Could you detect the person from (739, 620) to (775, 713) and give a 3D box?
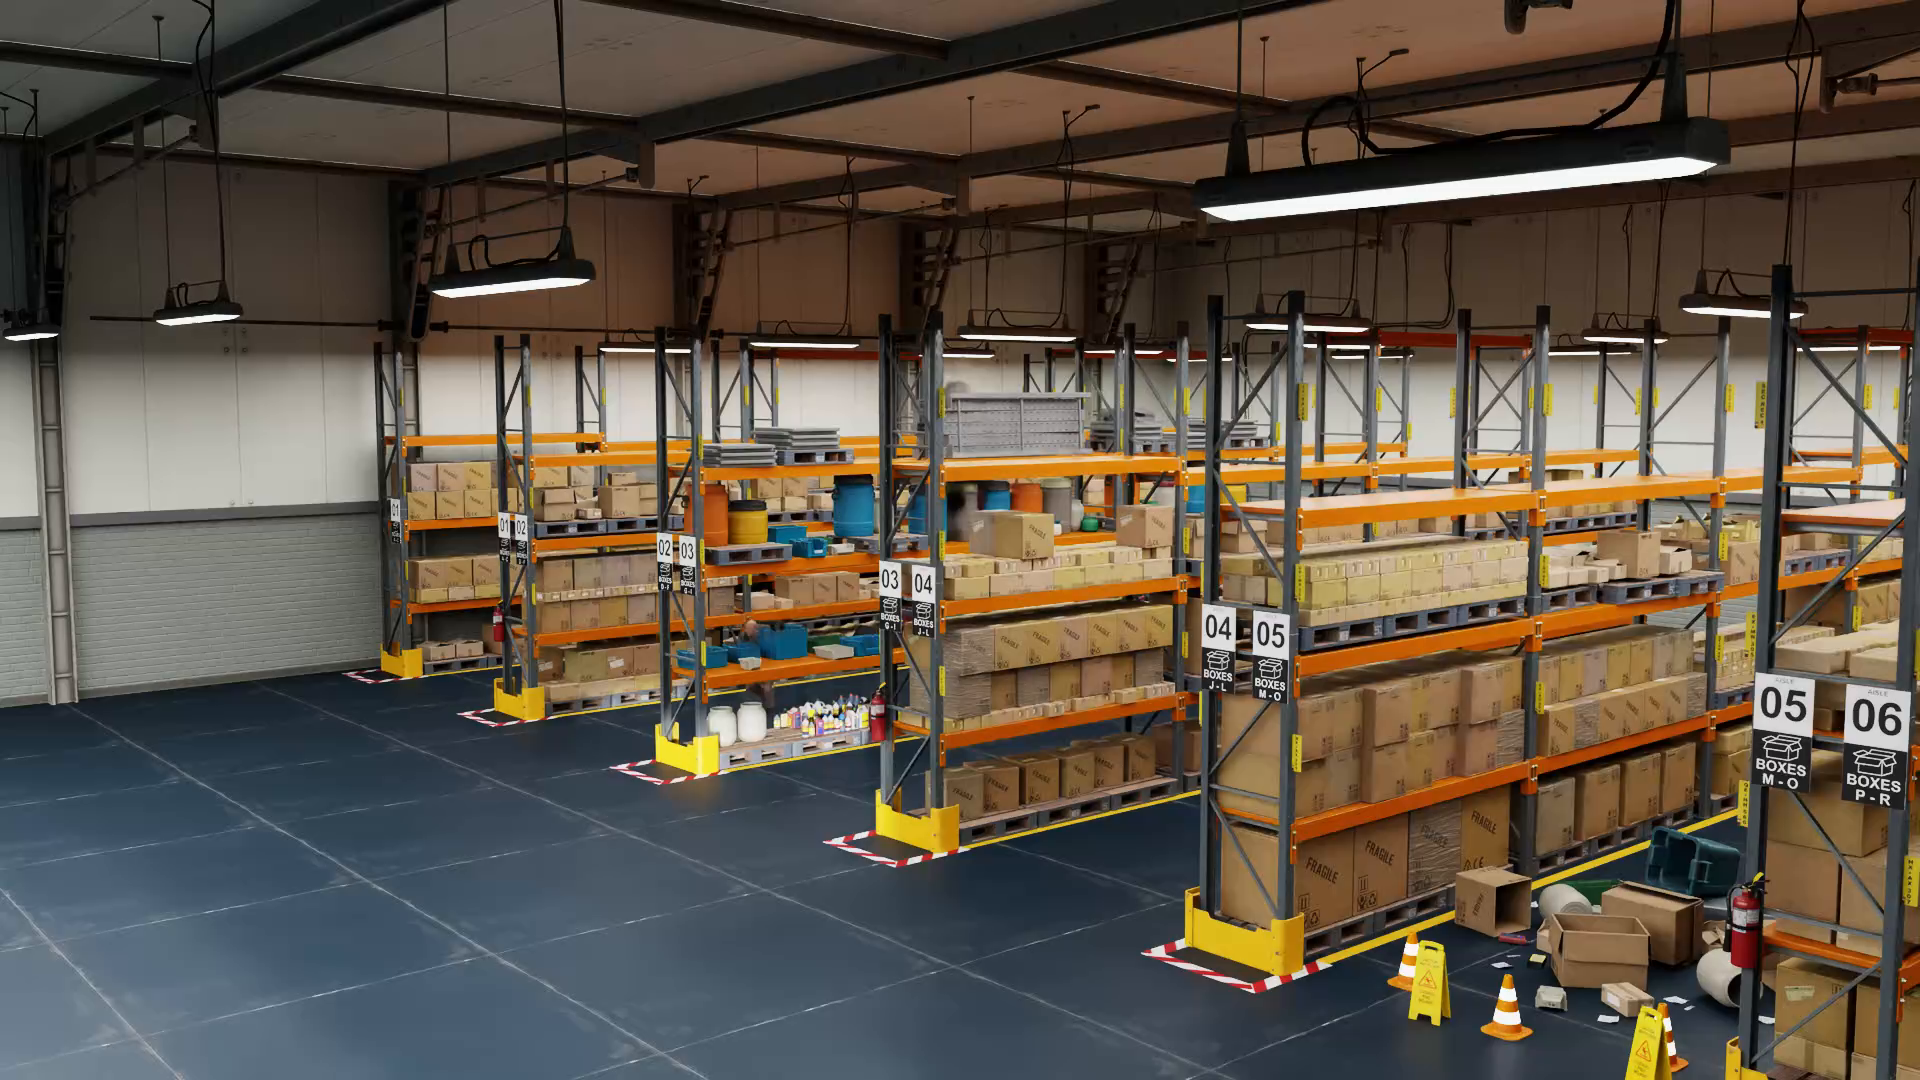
[{"bbox_3d":[-3.212,2.005,26.249,0.684,1.549,0.867,2,6,20],"label":"person"}]
